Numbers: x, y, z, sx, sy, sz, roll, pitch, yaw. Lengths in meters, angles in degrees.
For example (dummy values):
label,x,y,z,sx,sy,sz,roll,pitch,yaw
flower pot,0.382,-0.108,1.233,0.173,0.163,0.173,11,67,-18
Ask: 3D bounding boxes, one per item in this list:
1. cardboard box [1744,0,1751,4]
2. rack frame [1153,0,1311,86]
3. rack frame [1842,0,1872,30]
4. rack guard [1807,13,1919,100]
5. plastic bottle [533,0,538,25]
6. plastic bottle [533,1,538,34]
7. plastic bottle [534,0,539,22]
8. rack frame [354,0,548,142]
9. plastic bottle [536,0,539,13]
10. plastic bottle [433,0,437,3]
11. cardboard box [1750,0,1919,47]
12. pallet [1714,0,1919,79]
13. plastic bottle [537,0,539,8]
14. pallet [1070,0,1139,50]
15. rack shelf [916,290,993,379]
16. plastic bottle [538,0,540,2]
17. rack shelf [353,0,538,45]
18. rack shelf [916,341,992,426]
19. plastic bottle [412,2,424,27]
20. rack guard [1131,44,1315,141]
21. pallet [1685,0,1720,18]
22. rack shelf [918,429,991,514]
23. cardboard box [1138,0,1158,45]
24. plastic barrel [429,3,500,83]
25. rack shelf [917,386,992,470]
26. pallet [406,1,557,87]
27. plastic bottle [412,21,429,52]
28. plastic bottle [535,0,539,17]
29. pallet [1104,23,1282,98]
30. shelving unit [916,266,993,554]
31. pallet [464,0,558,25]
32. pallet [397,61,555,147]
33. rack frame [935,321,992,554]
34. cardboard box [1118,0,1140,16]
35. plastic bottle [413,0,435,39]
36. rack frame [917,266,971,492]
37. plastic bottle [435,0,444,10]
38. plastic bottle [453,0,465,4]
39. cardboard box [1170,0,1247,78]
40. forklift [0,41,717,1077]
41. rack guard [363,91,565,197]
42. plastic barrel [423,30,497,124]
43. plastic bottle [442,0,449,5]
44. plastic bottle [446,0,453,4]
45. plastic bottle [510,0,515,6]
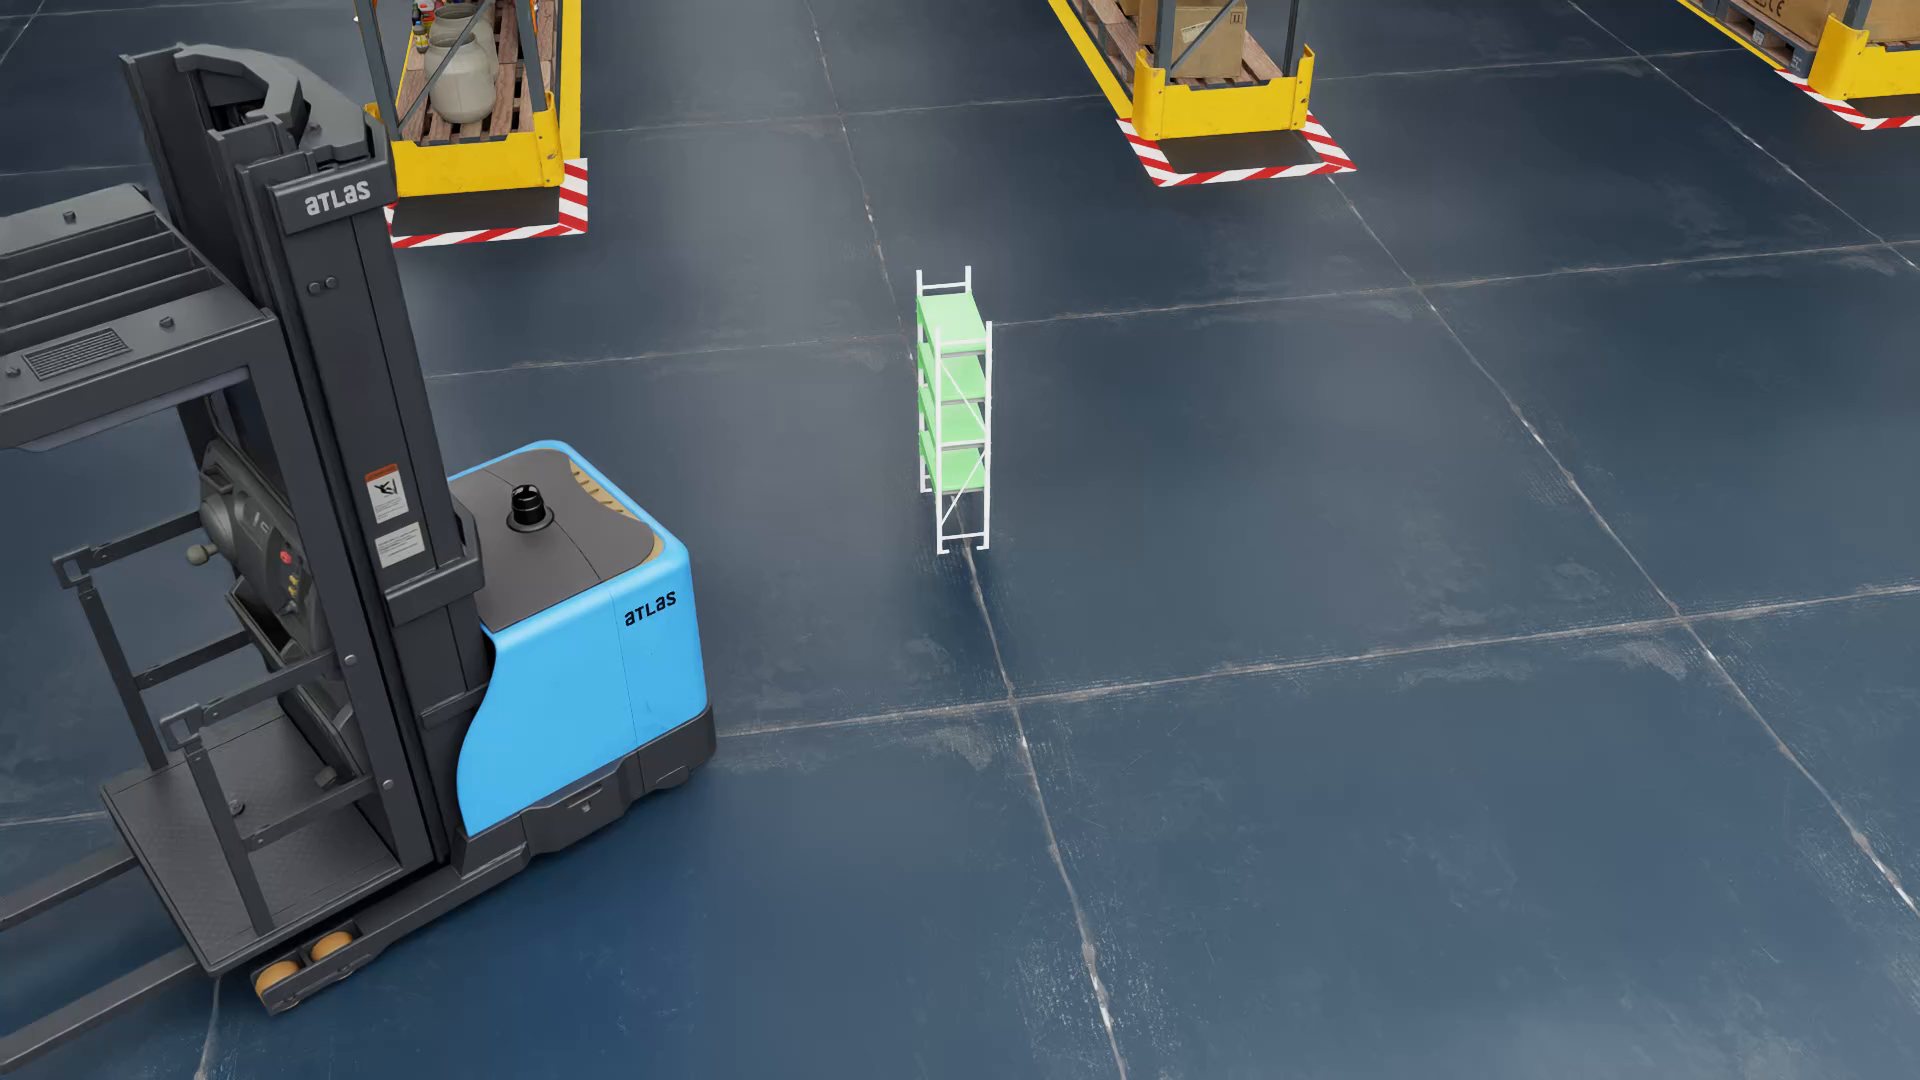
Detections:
label,x,y,z,sx,sy,sz,roll,pitch,yaw
cardboard box,6.348,-4.727,12.779,0.875,0.875,0.875,-7,38,-9
rack frame,1.787,-3.994,10.446,1.000,3.000,0.127,-6,38,-8
rack frame,6.688,-4.467,11.055,1.000,3.000,0.127,-6,38,-8
rack guard,6.692,-3.465,11.803,1.175,0.500,0.348,-6,38,-8
plastic bottle,-3.160,-3.894,12.182,0.097,0.271,0.097,0,38,0
plastic bottle,-3.122,-3.830,12.090,0.061,0.283,0.133,-6,38,-7
plastic bottle,-3.178,-3.954,12.260,0.097,0.271,0.097,0,38,0
rack frame,-3.089,-3.462,9.761,1.000,3.000,0.127,-6,38,-8
plastic bottle,-3.213,-4.076,12.417,0.097,0.271,0.097,0,38,0
plastic bottle,-3.884,-3.861,12.136,0.152,0.276,0.135,-7,38,-9
cardboard box,6.504,-4.196,12.096,0.875,0.875,0.875,-6,38,-8
pallet,6.471,-3.840,12.521,1.003,0.211,1.213,-6,38,-8
plastic bottle,-3.231,-4.110,12.518,0.097,0.201,0.097,0,38,0
pallet,1.456,-4.169,12.944,1.003,0.211,1.213,-6,38,-8
rack shelf,-0.029,-0.902,7.255,0.258,0.148,0.480,-6,38,-8
plastic bottle,-3.279,-4.208,12.583,0.152,0.276,0.135,-6,38,-7
rack shelf,-3.440,-4.386,11.536,1.077,0.370,4.000,-6,38,-8
rack shelf,-0.029,-0.713,7.403,0.258,0.148,0.480,-6,38,-8
plastic bottle,-3.881,-3.693,11.915,0.061,0.283,0.133,-5,38,-7
rack guard,1.774,-3.053,11.272,1.175,0.500,0.348,-6,38,-8
pallet,6.260,-4.575,13.467,1.003,0.211,1.213,-6,38,-8
rack shelf,-0.029,-0.334,7.697,0.258,0.148,0.480,-6,38,-8
cardboard box,1.556,-3.909,12.032,0.500,0.500,0.500,3,38,4
plastic barrel,-3.368,-3.337,11.286,0.421,0.512,0.421,0,38,0
rack shelf,-0.029,-0.523,7.550,0.258,0.148,0.480,-6,38,-8
pallet,-3.496,-3.628,12.248,1.003,0.211,1.213,-6,38,-8
plastic bottle,-3.843,-3.592,11.851,0.097,0.201,0.097,0,38,0
plastic bottle,-3.195,-3.986,12.358,0.097,0.201,0.097,0,38,0
pallet,1.666,-3.434,11.998,1.003,0.211,1.213,-6,38,-8
shelving unit,-0.029,-0.574,7.511,0.258,1.200,0.503,-6,38,-8
pallet,-3.714,-4.366,13.198,1.003,0.211,1.213,-6,38,-8
pallet,-3.286,-2.893,11.301,1.003,0.211,1.213,-6,38,-8
rack frame,0.014,-0.426,7.321,0.240,1.200,0.015,-6,38,-8
cardboard box,1.465,-4.290,12.522,0.500,0.500,0.500,-3,38,-4
plastic bottle,-3.860,-3.777,12.028,0.152,0.276,0.135,-6,38,-8
rack frame,-0.072,-0.721,7.700,0.240,1.200,0.015,-6,38,-8
plastic bottle,-3.755,-3.792,12.041,0.061,0.283,0.133,-6,38,-8
plastic bottle,-3.808,-4.104,12.449,0.152,0.276,0.135,-6,38,-8
cardboard box,1.694,-3.552,11.572,0.500,0.500,0.500,0,38,1
forklift,-2.415,0.081,5.257,3.031,2.935,1.130,-27,45,-31
rack guard,-3.149,-2.515,10.580,1.175,0.500,0.348,-6,38,-8
plastic barrel,-3.280,-3.034,10.896,0.421,0.512,0.421,0,38,0
plastic bottle,-3.765,-3.856,12.191,0.097,0.201,0.097,0,38,0
plastic bottle,-3.806,-3.970,12.338,0.097,0.201,0.097,0,38,0
plastic bottle,-3.384,-4.199,12.566,0.061,0.283,0.133,-6,38,-8
